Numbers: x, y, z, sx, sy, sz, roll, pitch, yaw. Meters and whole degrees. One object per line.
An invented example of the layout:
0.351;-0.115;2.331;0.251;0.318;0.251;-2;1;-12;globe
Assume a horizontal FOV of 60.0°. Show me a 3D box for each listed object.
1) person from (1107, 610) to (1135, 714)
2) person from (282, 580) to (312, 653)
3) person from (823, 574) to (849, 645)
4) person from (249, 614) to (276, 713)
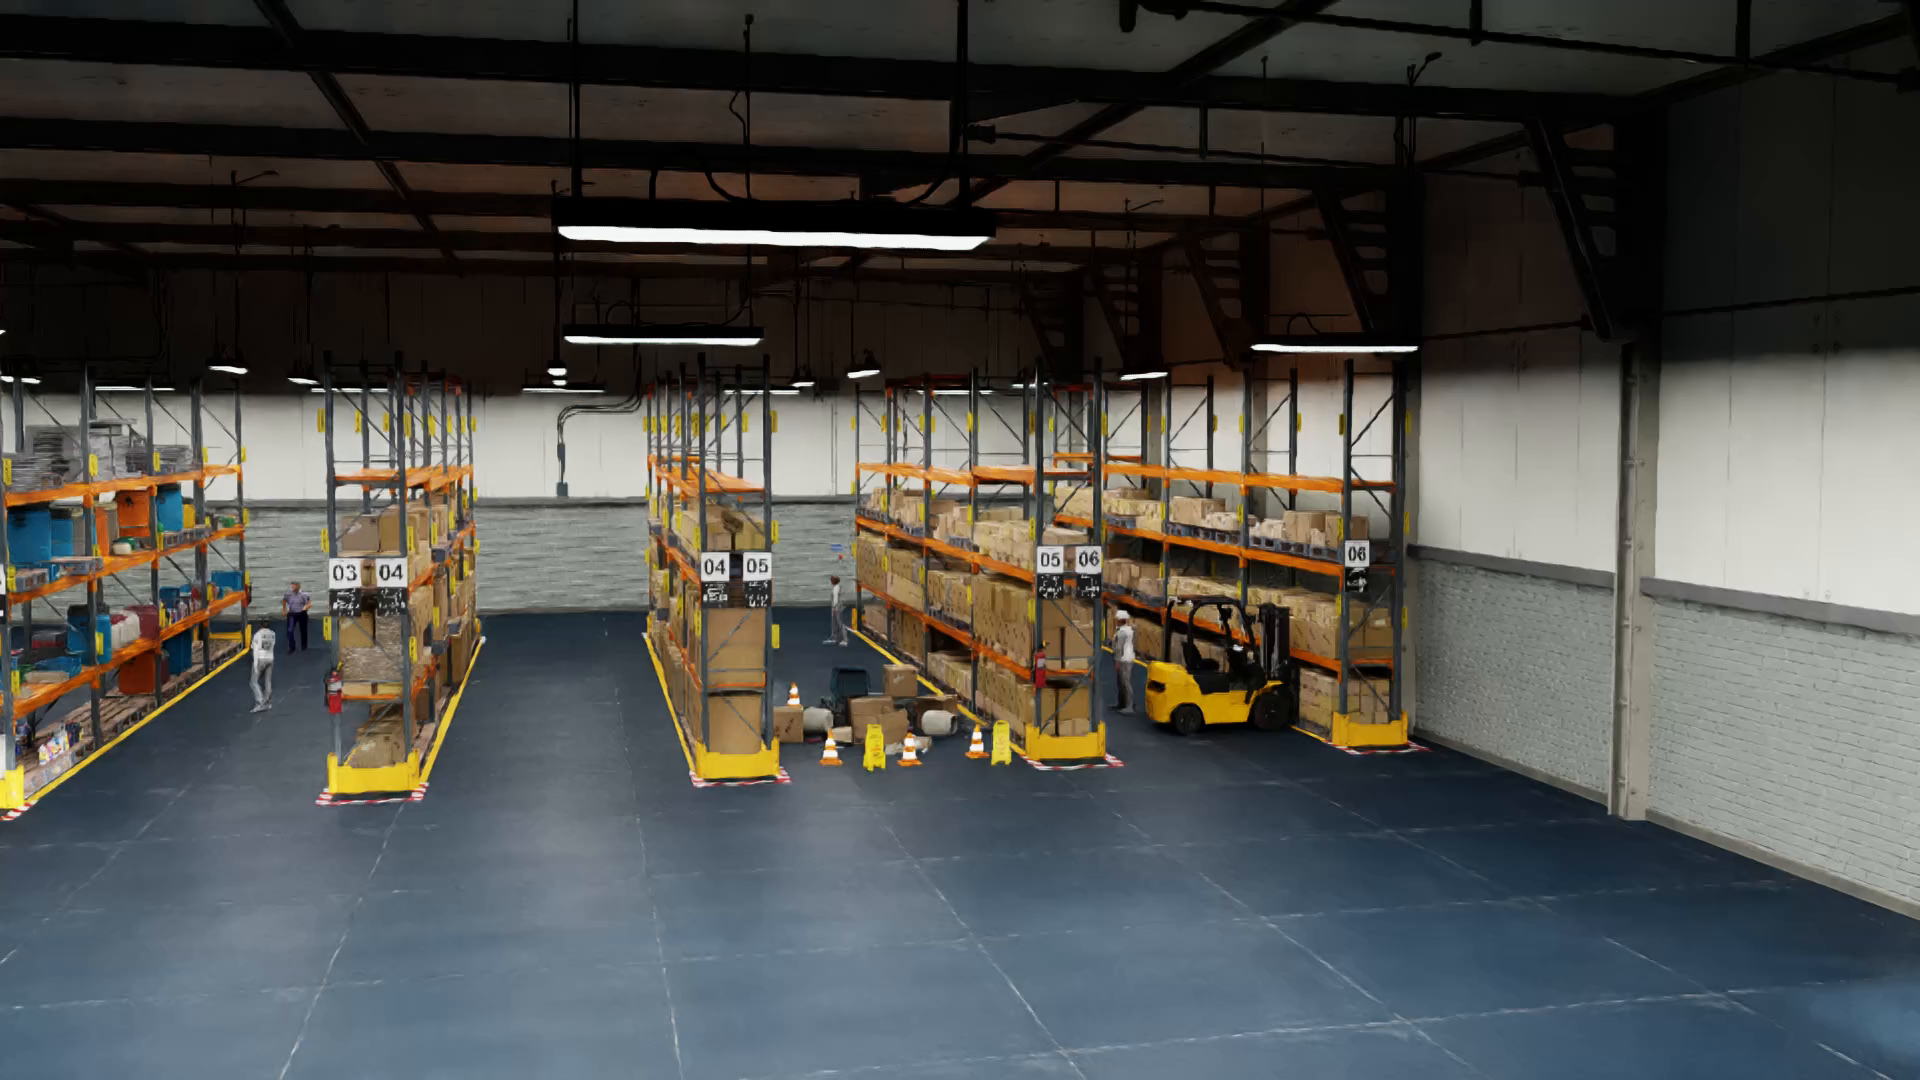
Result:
2.804;2.092;28.877;0.537;1.773;0.605;1;4;18;person
-14.603;1.674;36.650;0.624;1.564;0.843;-1;4;-18;person
-2.818;1.571;37.714;0.571;1.585;0.528;0;4;-5;person
-12.212;2.150;29.023;0.389;1.692;0.593;2;4;21;person
